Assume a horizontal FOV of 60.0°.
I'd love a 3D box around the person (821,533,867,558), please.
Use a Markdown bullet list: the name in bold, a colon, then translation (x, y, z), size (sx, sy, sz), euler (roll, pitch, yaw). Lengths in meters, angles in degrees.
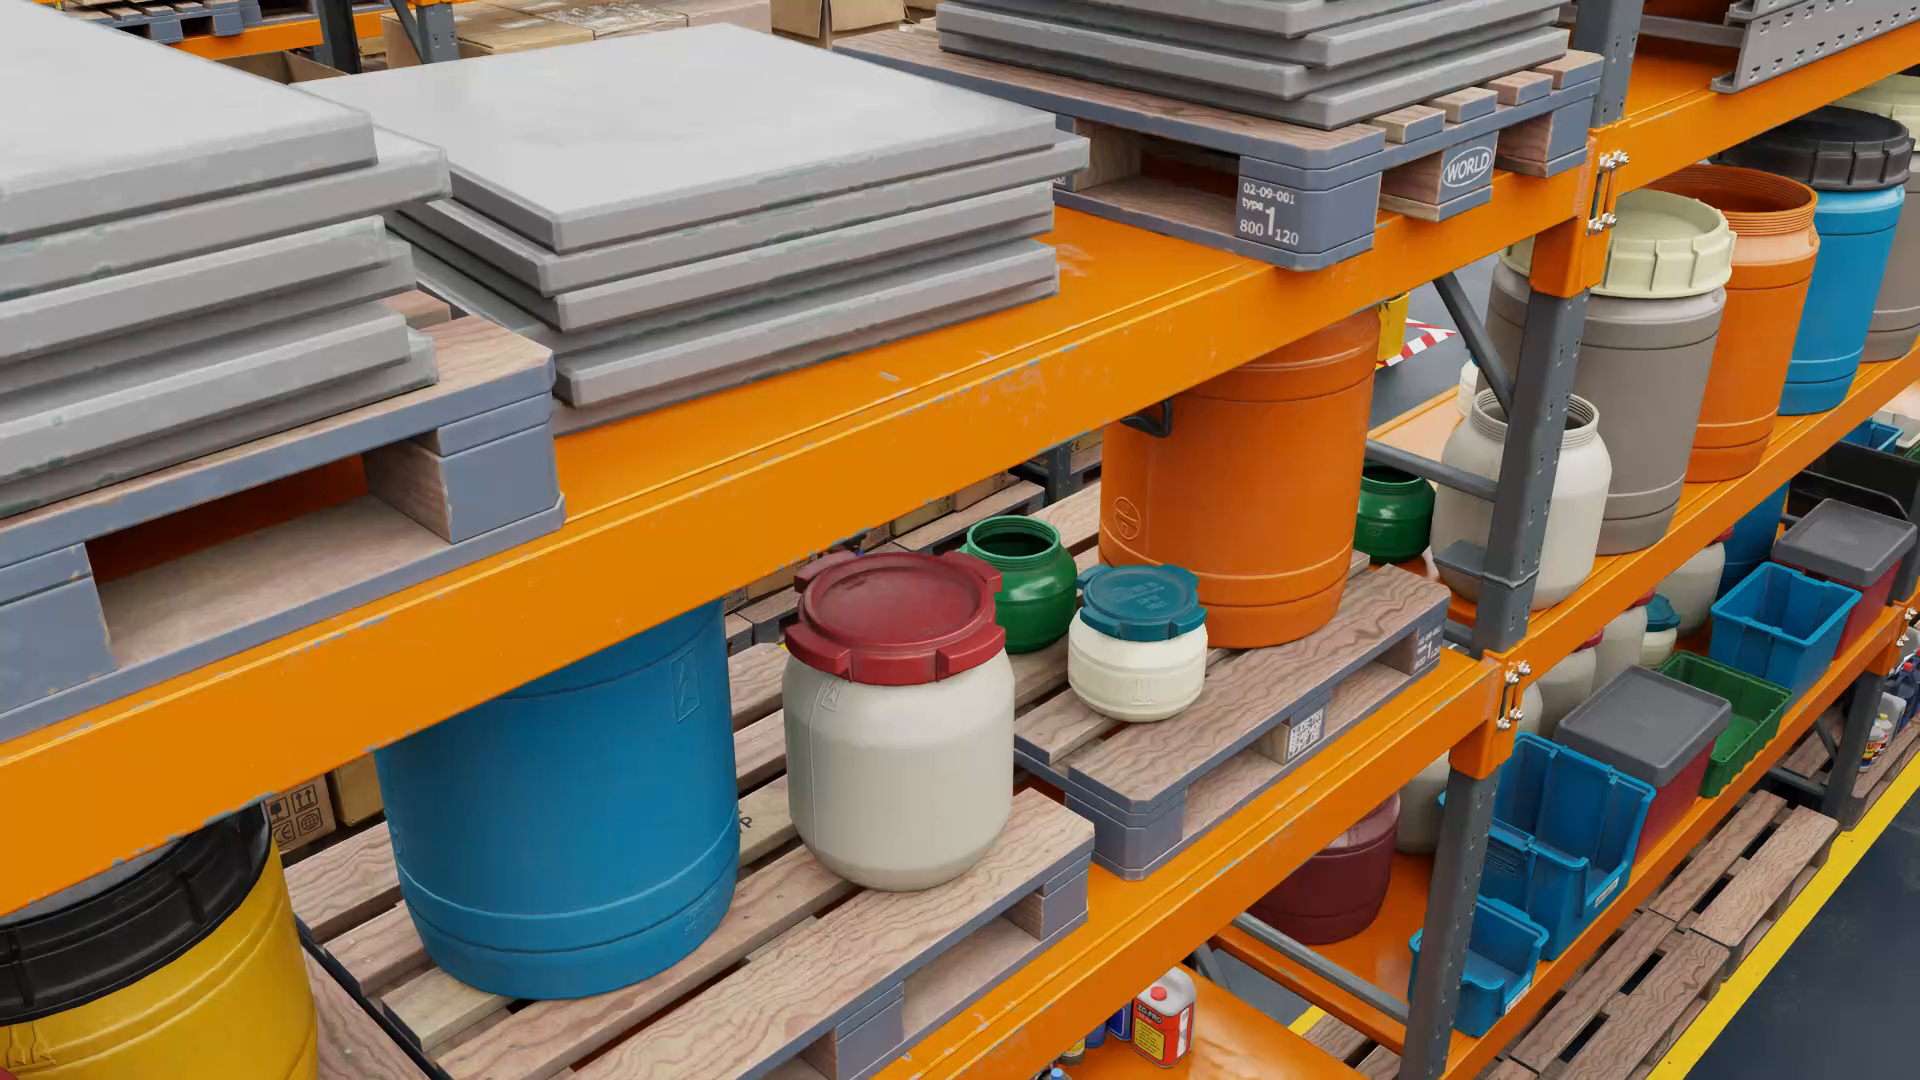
- **person**: translation (-0.495, 0.571, 7.772), size (0.493, 1.570, 0.349), euler (25, 37, 38)
